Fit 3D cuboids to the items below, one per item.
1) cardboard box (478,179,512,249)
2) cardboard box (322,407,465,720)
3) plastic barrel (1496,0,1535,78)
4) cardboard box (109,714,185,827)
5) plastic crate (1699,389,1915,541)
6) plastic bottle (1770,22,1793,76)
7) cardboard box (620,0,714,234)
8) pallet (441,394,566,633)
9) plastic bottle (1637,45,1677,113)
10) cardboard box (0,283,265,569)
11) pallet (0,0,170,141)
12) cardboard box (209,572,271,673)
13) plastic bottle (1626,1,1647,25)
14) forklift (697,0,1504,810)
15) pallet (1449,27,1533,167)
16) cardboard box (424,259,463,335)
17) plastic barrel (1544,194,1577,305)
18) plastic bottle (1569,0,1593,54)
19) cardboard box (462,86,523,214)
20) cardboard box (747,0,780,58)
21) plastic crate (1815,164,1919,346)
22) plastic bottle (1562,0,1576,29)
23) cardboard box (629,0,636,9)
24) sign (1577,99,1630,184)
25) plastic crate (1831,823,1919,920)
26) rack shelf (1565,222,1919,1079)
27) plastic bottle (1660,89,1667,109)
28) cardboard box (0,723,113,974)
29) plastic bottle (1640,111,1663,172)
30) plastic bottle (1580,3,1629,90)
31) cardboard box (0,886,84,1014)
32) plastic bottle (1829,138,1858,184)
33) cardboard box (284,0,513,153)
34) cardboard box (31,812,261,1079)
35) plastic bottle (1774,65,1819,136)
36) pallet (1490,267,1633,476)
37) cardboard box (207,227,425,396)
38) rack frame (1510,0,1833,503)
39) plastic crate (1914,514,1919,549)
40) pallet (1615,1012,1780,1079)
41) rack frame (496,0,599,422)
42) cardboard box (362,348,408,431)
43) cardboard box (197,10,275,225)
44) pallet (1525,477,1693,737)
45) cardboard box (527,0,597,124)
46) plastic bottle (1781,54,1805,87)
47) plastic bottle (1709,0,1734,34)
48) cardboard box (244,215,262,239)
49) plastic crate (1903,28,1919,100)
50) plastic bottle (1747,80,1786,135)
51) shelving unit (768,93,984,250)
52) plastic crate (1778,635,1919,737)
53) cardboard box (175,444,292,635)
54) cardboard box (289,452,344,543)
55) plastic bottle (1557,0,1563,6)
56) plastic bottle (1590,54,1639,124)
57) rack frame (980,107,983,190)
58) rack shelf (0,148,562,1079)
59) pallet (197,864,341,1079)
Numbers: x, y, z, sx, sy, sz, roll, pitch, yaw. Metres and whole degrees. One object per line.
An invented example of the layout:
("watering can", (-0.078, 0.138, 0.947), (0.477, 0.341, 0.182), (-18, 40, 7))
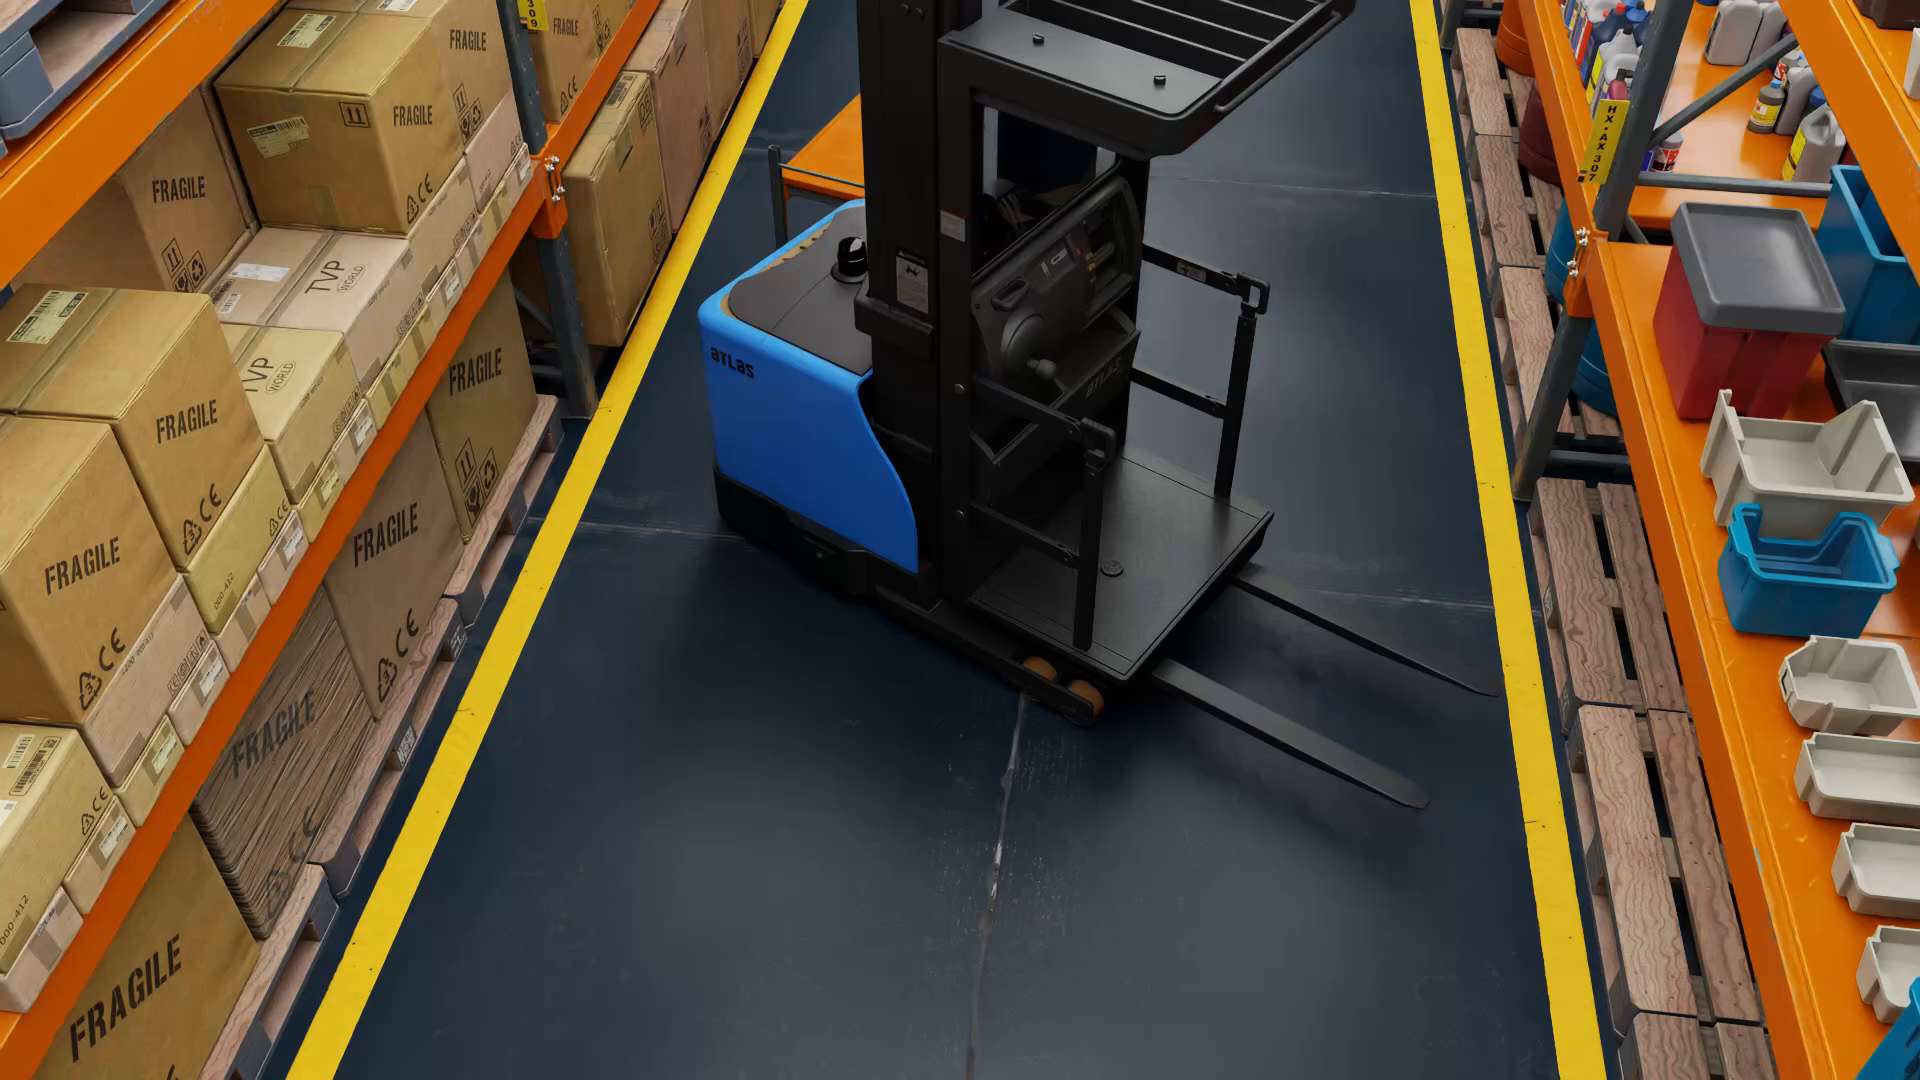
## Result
("cardboard box", (-1.855, -1.191, 6.009), (0.380, 0.149, 0.250), (6, 44, 6))
("cardboard box", (-2.391, -0.021, 5.830), (0.875, 0.875, 0.875), (5, 44, 6))
("plastic barrel", (3.285, -3.001, 9.011), (0.600, 0.830, 0.708), (5, 44, 6))
("cardboard box", (-2.194, 0.560, 4.159), (0.380, 0.149, 0.250), (4, 44, 5))
("plastic crate", (2.419, -0.200, 4.822), (0.437, 0.282, 0.530), (5, 44, 6))
("plastic bottle", (3.393, -2.019, 6.786), (0.061, 0.283, 0.133), (5, 44, 6))
("cardboard box", (-1.924, -2.124, 8.051), (1.225, 0.875, 0.875), (4, 44, 4))
("pallet", (-2.284, -0.172, 6.778), (1.003, 0.211, 1.213), (5, 44, 6))
("plastic bottle", (2.744, -1.871, 6.580), (0.144, 0.351, 0.185), (5, 44, 6))
("cardboard box", (-2.175, -0.292, 4.224), (0.500, 0.500, 0.500), (4, 44, 4))
("pallet", (-2.388, -1.367, 3.895), (1.003, 0.211, 1.213), (5, 44, 6))
("cardboard box", (-2.127, 0.209, 4.530), (0.380, 0.149, 0.250), (4, 44, 5))
("plastic bottle", (2.777, -2.091, 6.870), (0.097, 0.271, 0.097), (0, 43, 0))
("forklift", (0.505, -0.811, 5.475), (3.031, 2.935, 1.130), (27, 50, 25))
("pallet", (3.270, -2.418, 9.150), (1.003, 0.211, 1.213), (5, 44, 6))
("cardboard box", (-1.923, -0.841, 5.639), (0.380, 0.149, 0.250), (6, 44, 6))
("plastic barrel", (2.986, -1.488, 7.360), (0.600, 0.901, 0.708), (5, 44, 6))
("plastic bottle", (2.668, -2.183, 6.964), (0.152, 0.276, 0.135), (5, 44, 6))
("cardboard box", (-1.904, -1.424, 5.965), (0.500, 0.250, 0.500), (4, 44, 5))
("cardboard box", (-1.689, -3.334, 9.330), (1.225, 0.875, 0.875), (3, 44, 4))
("plastic crate", (3.080, -0.912, 5.500), (0.392, 0.384, 0.575), (5, 44, 6))
("plastic bottle", (2.699, -2.341, 7.131), (0.152, 0.276, 0.135), (5, 44, 6))
("cardboard box", (-1.665, -2.706, 7.354), (0.500, 0.500, 0.500), (4, 44, 5))
("sign", (2.259, -1.397, 5.843), (0.100, 0.325, 0.005), (5, 44, 6))
("plastic crate", (2.256, 0.786, 3.886), (0.396, 0.136, 0.243), (5, 44, 6))
("rack shelf", (2.539, 0.379, 4.692), (1.077, 0.370, 4.000), (5, 44, 6))
("plastic bottle", (2.710, -1.722, 6.531), (0.097, 0.201, 0.097), (0, 43, 0))
("cardboard box", (-2.303, 0.674, 3.749), (0.500, 0.250, 0.500), (4, 44, 4))
("plastic bottle", (2.535, -1.498, 6.241), (0.152, 0.276, 0.135), (5, 44, 6))
("plastic bottle", (2.625, -2.010, 6.727), (0.144, 0.351, 0.185), (5, 44, 6))
("cardboard box", (-2.260, 0.910, 3.790), (0.380, 0.149, 0.250), (6, 44, 6))
("plastic bottle", (3.275, -1.414, 6.147), (0.061, 0.283, 0.133), (5, 44, 6))
("cardboard box", (-1.901, -1.684, 5.694), (0.500, 0.500, 0.500), (6, 44, 7))
("cardboard box", (-2.629, 1.206, 4.535), (0.875, 0.875, 0.875), (5, 44, 6))
("plastic bottle", (3.291, -1.731, 6.486), (0.152, 0.276, 0.135), (5, 44, 6))
("pallet", (2.947, -0.755, 7.394), (1.003, 0.211, 1.213), (5, 44, 6))
("cardboard box", (-2.037, -0.724, 5.225), (0.500, 0.250, 0.500), (6, 44, 6))
("rack frame", (2.804, -1.245, 5.884), (1.000, 3.000, 0.127), (5, 44, 6))
("plastic crate", (2.872, 0.043, 4.671), (0.293, 0.136, 0.466), (5, 44, 6))
("pallet", (2.422, 1.935, 4.553), (1.003, 0.211, 1.213), (5, 44, 6))
("rack frame", (-2.106, -1.696, 6.359), (1.000, 3.000, 0.127), (5, 44, 6))
("cardboard box", (-1.991, -0.491, 5.270), (0.380, 0.149, 0.250), (5, 44, 5))
("cardboard box", (-2.495, -1.383, 5.377), (0.500, 0.500, 0.500), (5, 44, 6))
("pallet", (2.745, 0.272, 6.309), (1.003, 0.211, 1.213), (5, 44, 6))
("cardboard box", (-1.797, -2.023, 6.632), (0.500, 0.500, 0.500), (5, 44, 6))
("plastic bottle", (3.346, -1.846, 6.663), (0.097, 0.201, 0.097), (0, 43, 0))
("plastic bottle", (3.270, -2.242, 7.081), (0.097, 0.201, 0.097), (0, 43, 0))
("cardboard box", (-2.498, -1.114, 5.638), (0.500, 0.250, 0.500), (5, 44, 5))
("plastic crate", (2.302, -0.944, 3.575), (0.437, 0.136, 0.530), (5, 44, 6))
("plastic bottle", (3.165, -1.702, 6.511), (0.097, 0.201, 0.097), (0, 43, 0))
("shelving unit", (-0.342, -1.452, 7.465), (0.538, 1.125, 1.048), (18, 46, 18))
("plastic crate", (2.289, 0.391, 4.304), (0.298, 0.136, 0.250), (5, 44, 6))
("cardboard box", (-2.171, -0.023, 4.485), (0.500, 0.250, 0.500), (4, 44, 4))
("cardboard box", (-2.058, -0.139, 4.898), (0.380, 0.149, 0.250), (4, 44, 4))
("plastic bottle", (2.684, -2.505, 7.299), (0.061, 0.283, 0.133), (5, 44, 6))
("plastic bottle", (2.584, -1.747, 6.504), (0.152, 0.276, 0.135), (5, 44, 6))
("rack frame", (-0.129, -1.769, 7.800), (0.500, 1.125, 0.032), (18, 46, 18))
("rack shelf", (-2.370, -0.071, 5.167), (1.077, 0.370, 4.000), (5, 44, 6))
("pallet", (-2.606, 1.491, 5.022), (1.003, 0.211, 1.213), (5, 44, 6))
